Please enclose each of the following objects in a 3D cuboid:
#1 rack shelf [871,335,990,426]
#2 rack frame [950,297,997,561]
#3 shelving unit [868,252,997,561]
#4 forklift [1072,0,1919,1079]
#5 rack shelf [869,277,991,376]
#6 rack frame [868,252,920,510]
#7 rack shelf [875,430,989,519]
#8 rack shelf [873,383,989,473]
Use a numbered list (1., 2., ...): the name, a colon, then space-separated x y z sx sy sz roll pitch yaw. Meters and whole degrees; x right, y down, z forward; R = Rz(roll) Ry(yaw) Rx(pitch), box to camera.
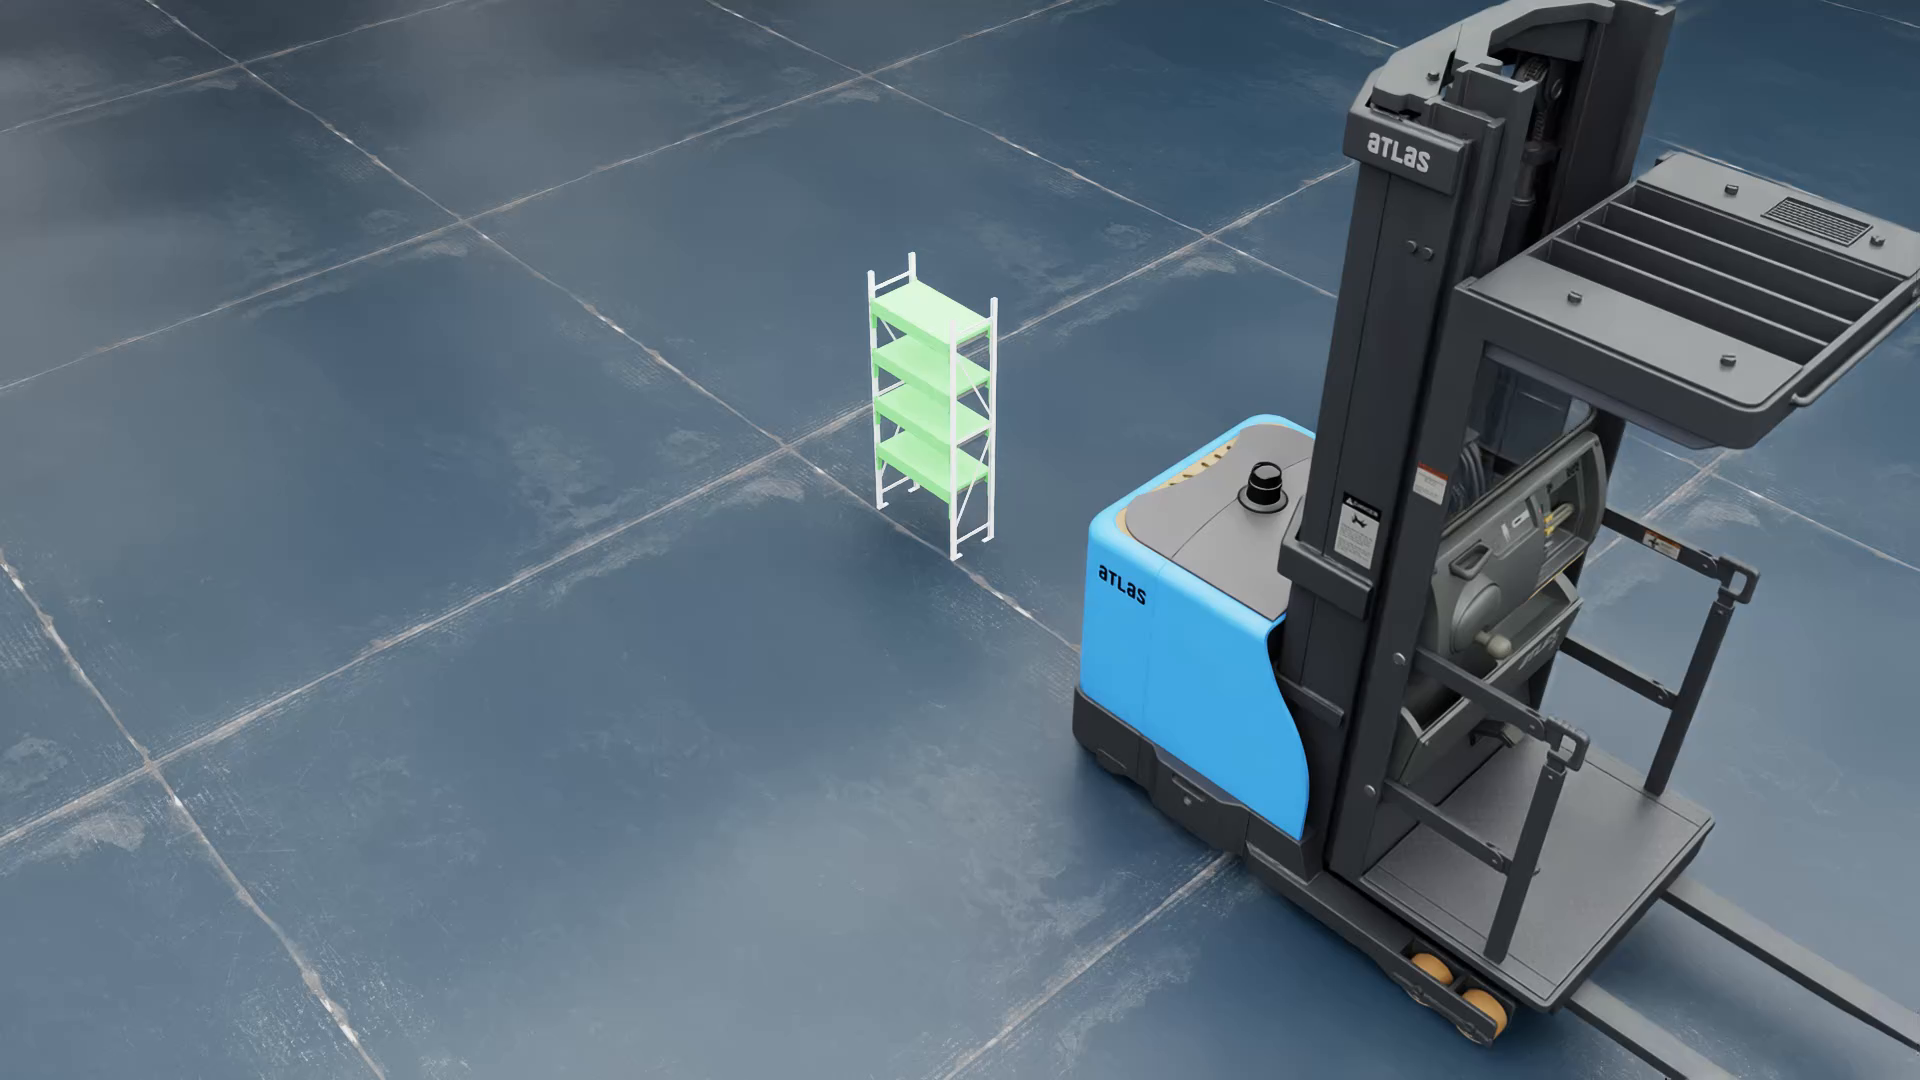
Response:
1. rack shelf: -0.112 -0.680 6.857 0.258 0.148 0.480 -30 48 -32
2. rack frame: 0.053 -0.430 6.828 0.240 1.200 0.015 -30 48 -32
3. shelving unit: -0.112 -0.543 6.968 0.258 1.200 0.503 -30 48 -32
4. forklift: 1.807 0.083 4.815 1.130 2.935 3.031 -31 48 -33
5. rack shelf: -0.112 -0.867 6.706 0.258 0.148 0.480 -30 48 -32
6. rack frame: -0.277 -0.656 7.108 0.240 1.200 0.015 -30 48 -32
7. rack shelf: -0.112 -0.307 7.159 0.258 0.148 0.480 -30 48 -32
8. rack shelf: -0.112 -0.494 7.008 0.258 0.148 0.480 -30 48 -32
